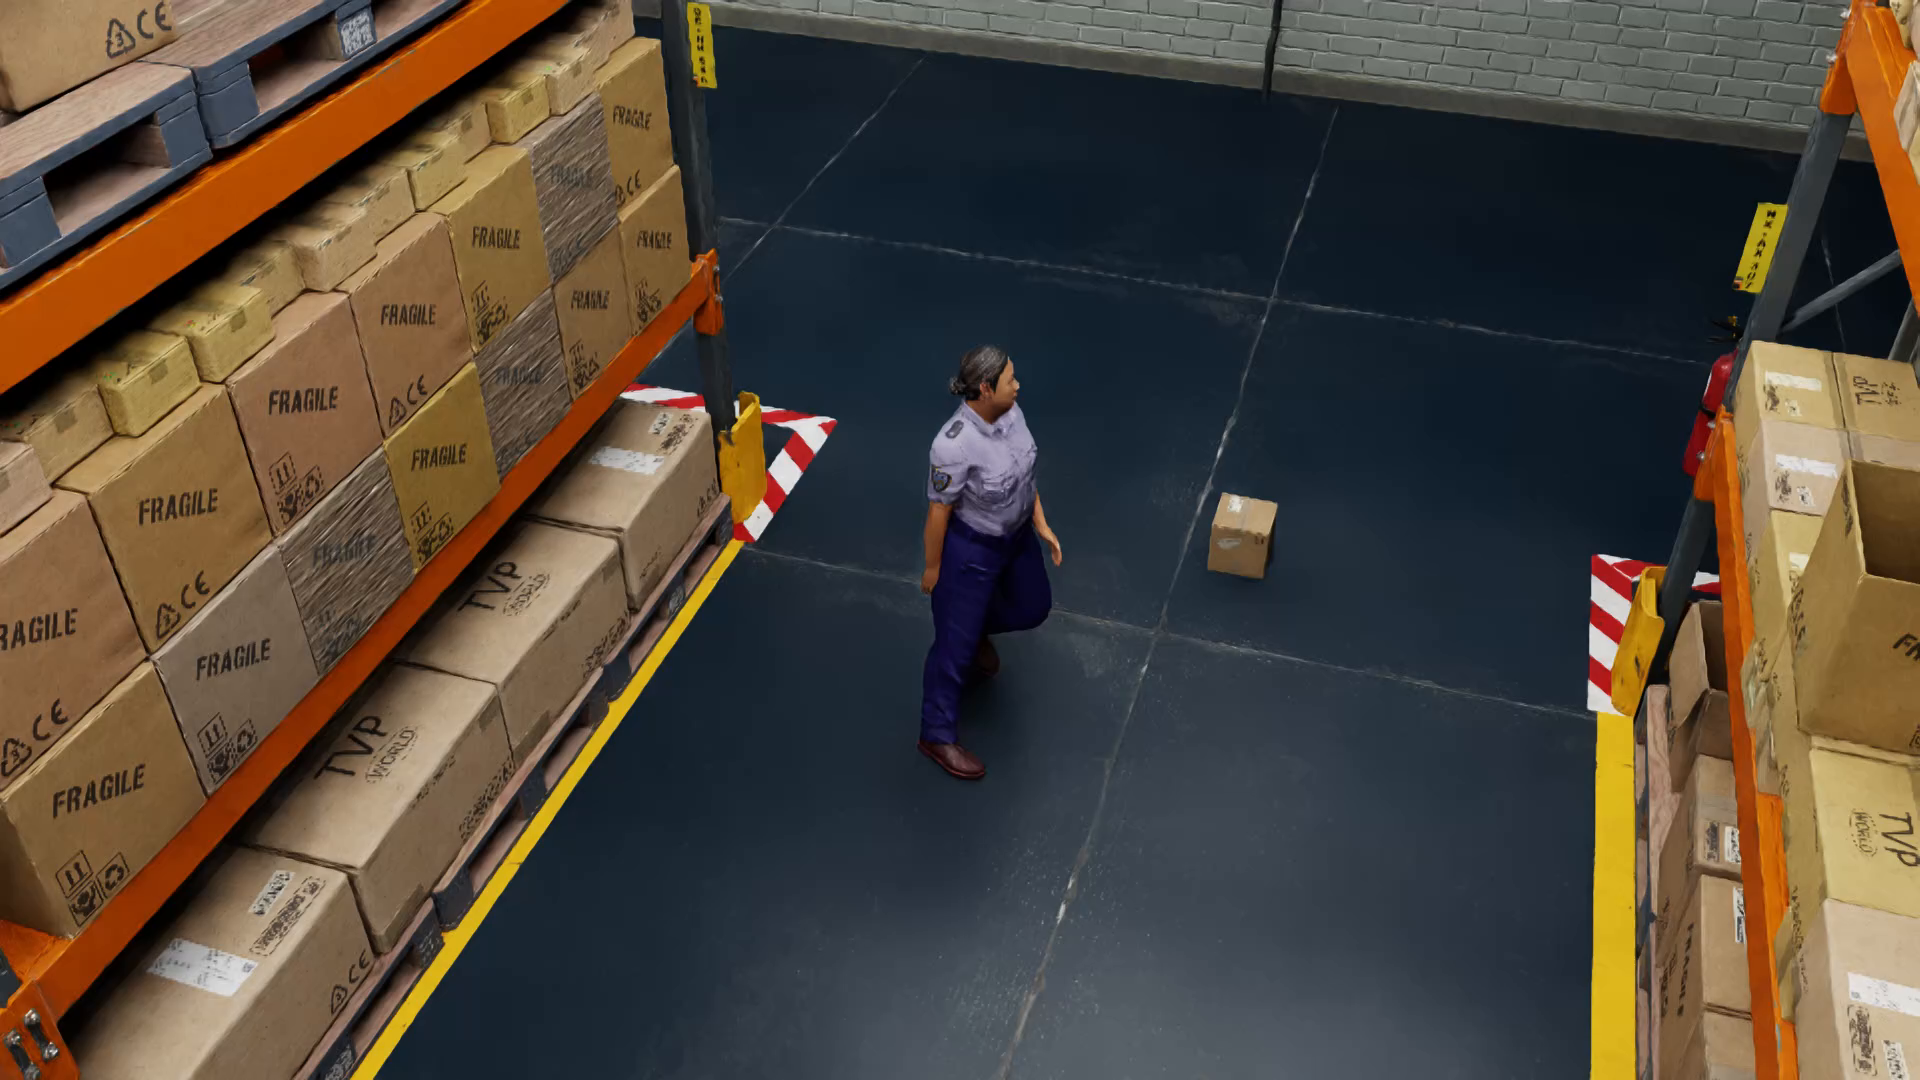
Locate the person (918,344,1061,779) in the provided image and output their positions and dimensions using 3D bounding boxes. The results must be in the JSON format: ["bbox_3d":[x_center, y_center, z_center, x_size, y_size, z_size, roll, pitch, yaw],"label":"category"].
[{"bbox_3d":[0.060,0.059,6.101,0.520,1.626,0.662,20,41,24],"label":"person"}]
